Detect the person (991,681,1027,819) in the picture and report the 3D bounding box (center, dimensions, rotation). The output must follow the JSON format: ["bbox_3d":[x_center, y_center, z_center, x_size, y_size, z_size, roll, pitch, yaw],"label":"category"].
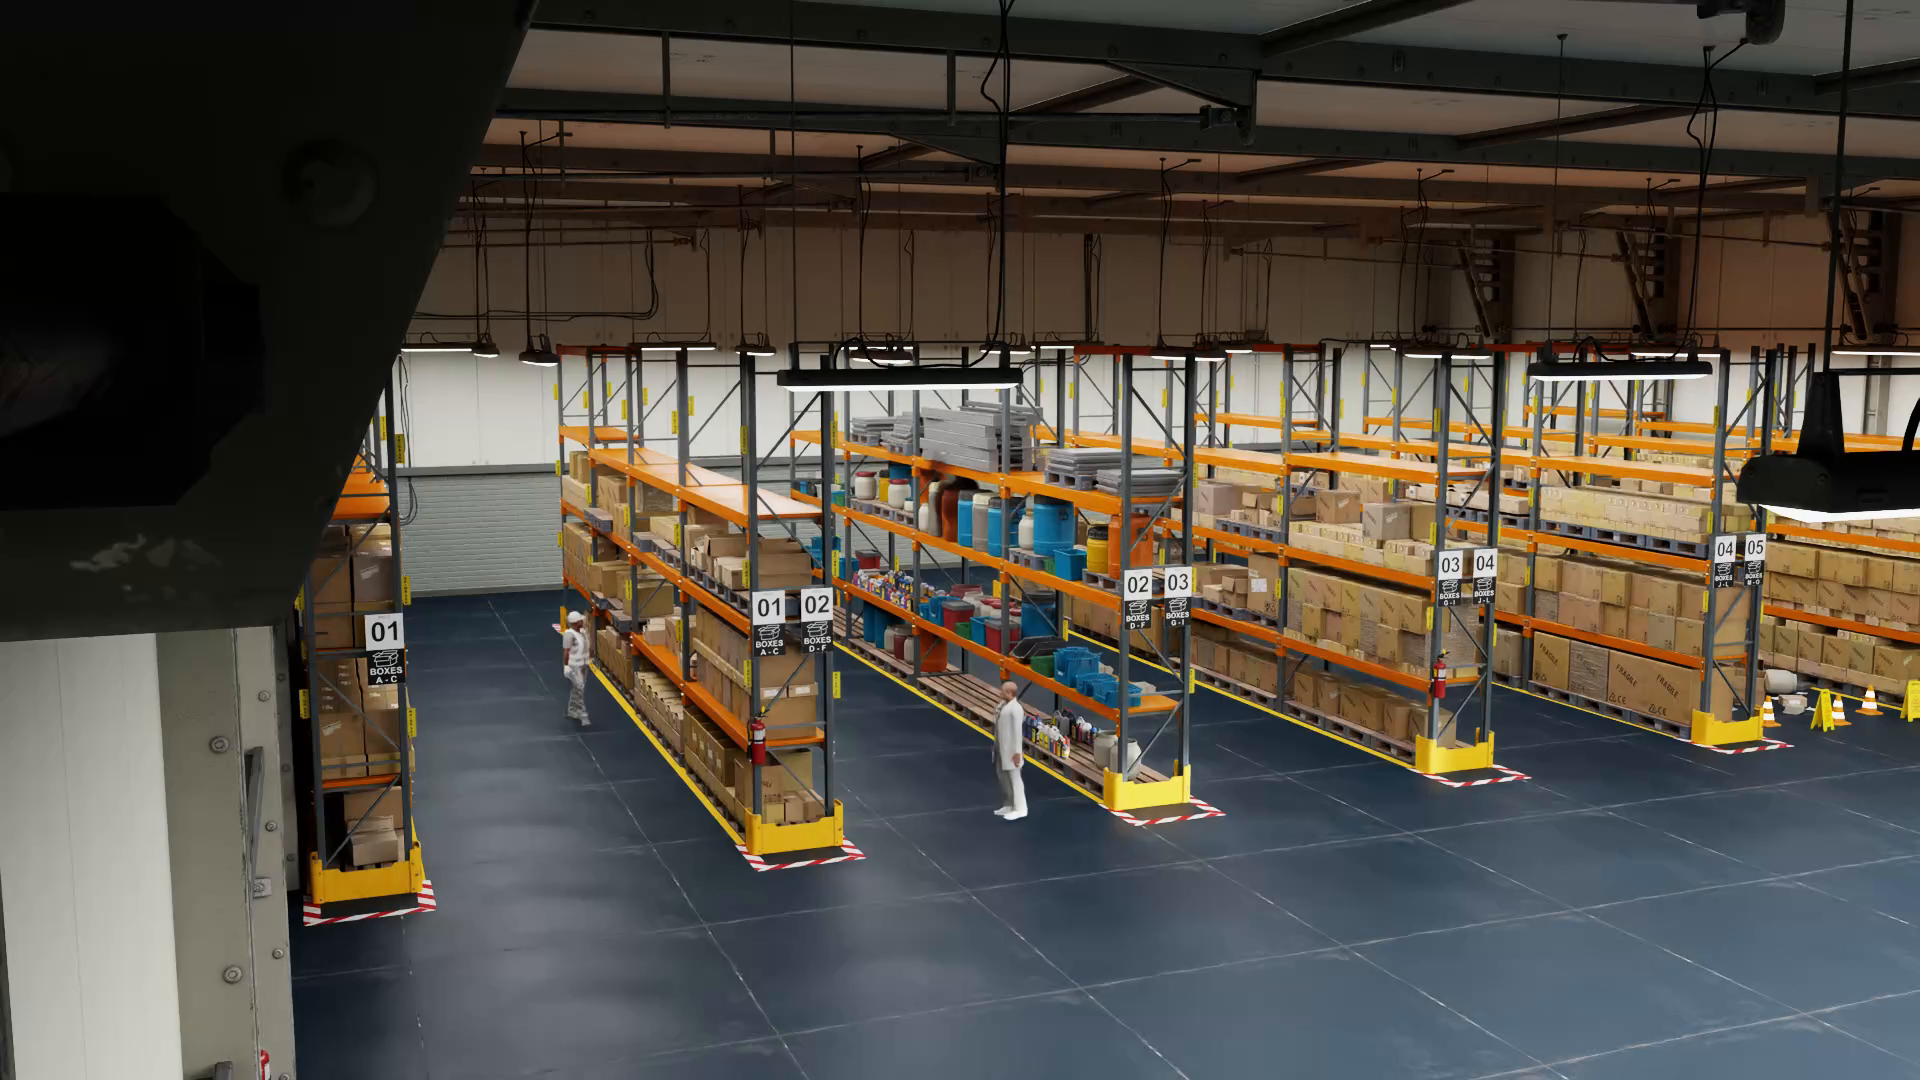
[{"bbox_3d":[0.636,2.727,21.555,0.418,1.824,0.699,-3,8,-24],"label":"person"}]

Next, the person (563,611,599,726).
[{"bbox_3d":[-6.130,2.056,26.865,0.706,1.817,0.610,5,9,35],"label":"person"}]

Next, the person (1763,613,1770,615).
[{"bbox_3d":[16.082,1.289,33.178,0.654,1.676,0.441,3,8,24],"label":"person"}]
